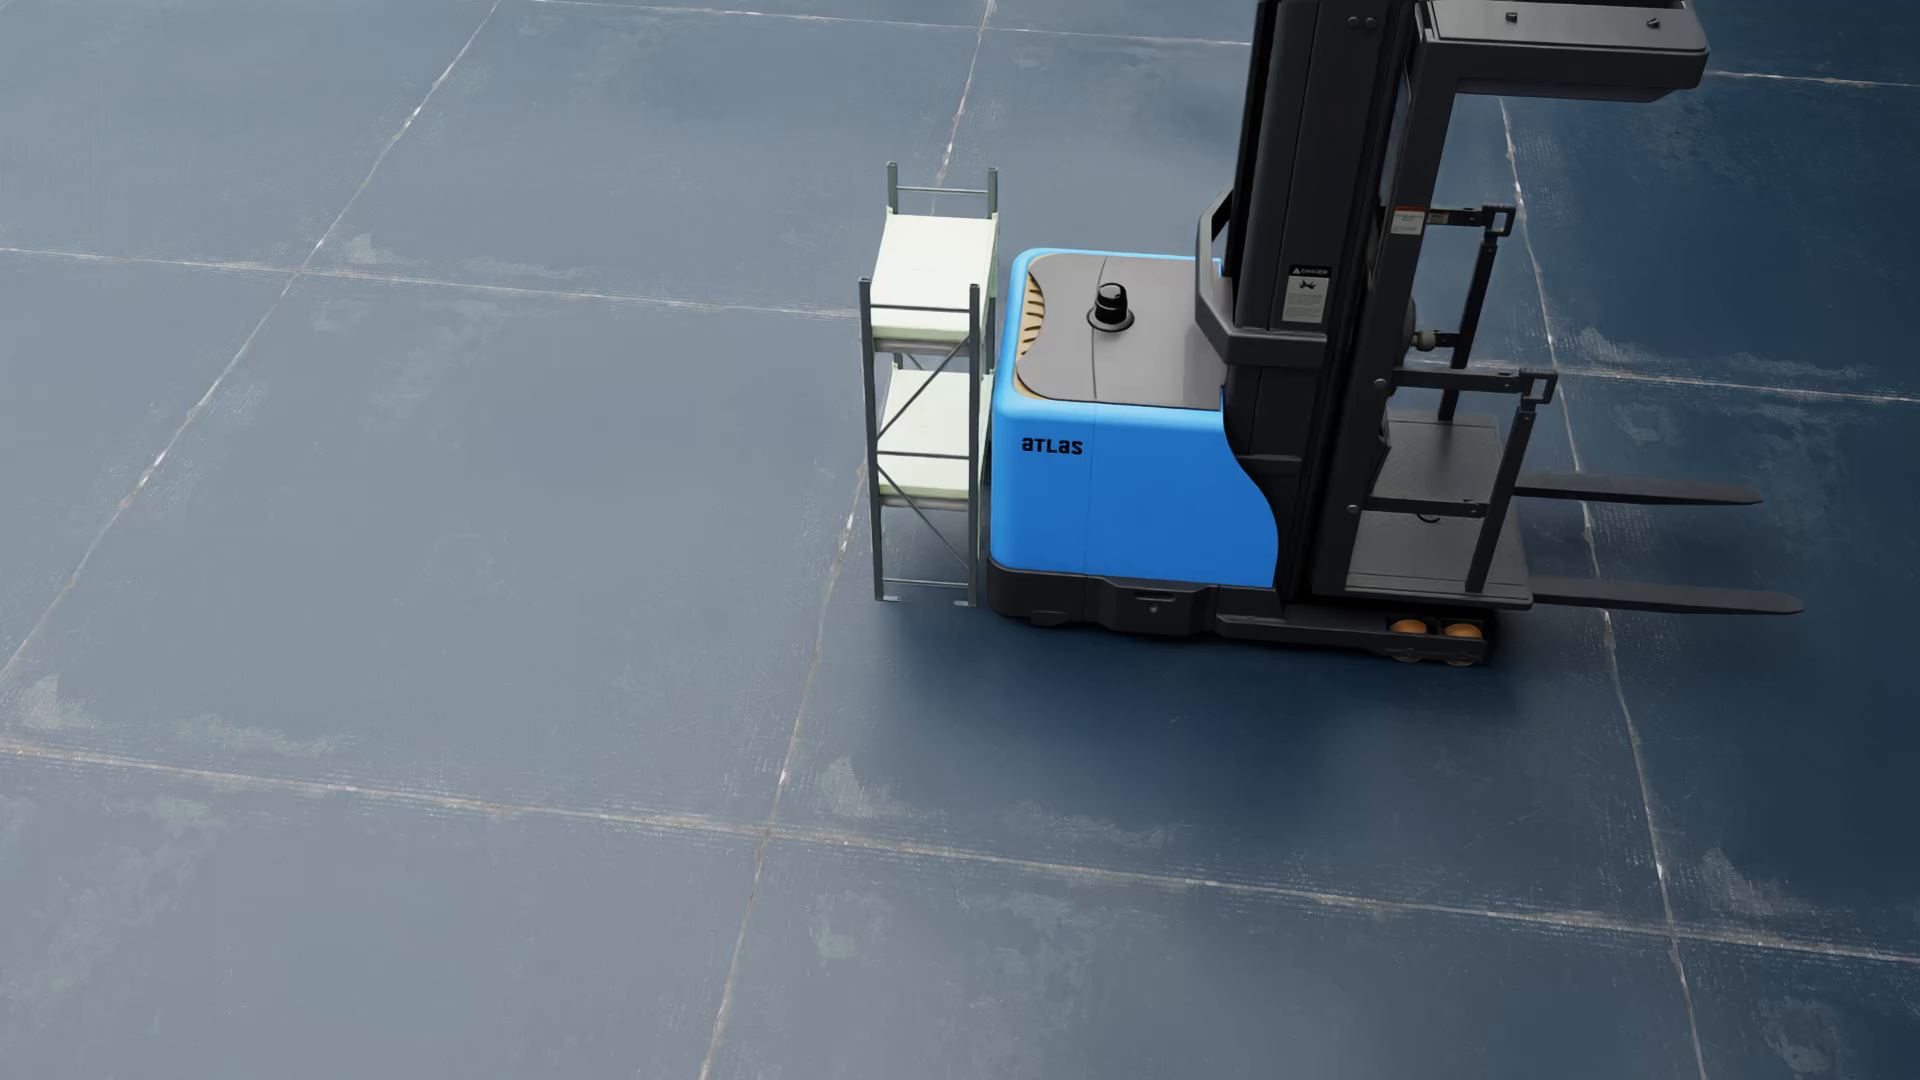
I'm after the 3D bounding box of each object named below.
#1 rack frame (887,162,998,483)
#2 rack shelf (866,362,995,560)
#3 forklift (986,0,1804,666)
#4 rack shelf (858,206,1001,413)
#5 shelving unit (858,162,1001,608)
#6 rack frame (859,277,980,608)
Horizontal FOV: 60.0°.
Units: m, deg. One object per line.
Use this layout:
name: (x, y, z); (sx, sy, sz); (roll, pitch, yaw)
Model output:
rack frame: (-0.064, -0.804, 6.508); (0.400, 1.500, 0.023); (4, 44, 4)
rack shelf: (-0.099, -0.316, 6.467); (0.431, 0.370, 0.720); (4, 44, 4)
forklift: (1.651, -0.979, 5.652); (3.031, 2.935, 1.130); (4, 44, 4)
rack shelf: (-0.099, -0.836, 5.975); (0.431, 0.370, 0.720); (4, 44, 4)
shelving unit: (-0.099, -0.553, 6.243); (0.431, 1.500, 0.755); (4, 44, 4)
rack frame: (-0.133, -0.303, 5.979); (0.400, 1.500, 0.023); (4, 44, 4)
